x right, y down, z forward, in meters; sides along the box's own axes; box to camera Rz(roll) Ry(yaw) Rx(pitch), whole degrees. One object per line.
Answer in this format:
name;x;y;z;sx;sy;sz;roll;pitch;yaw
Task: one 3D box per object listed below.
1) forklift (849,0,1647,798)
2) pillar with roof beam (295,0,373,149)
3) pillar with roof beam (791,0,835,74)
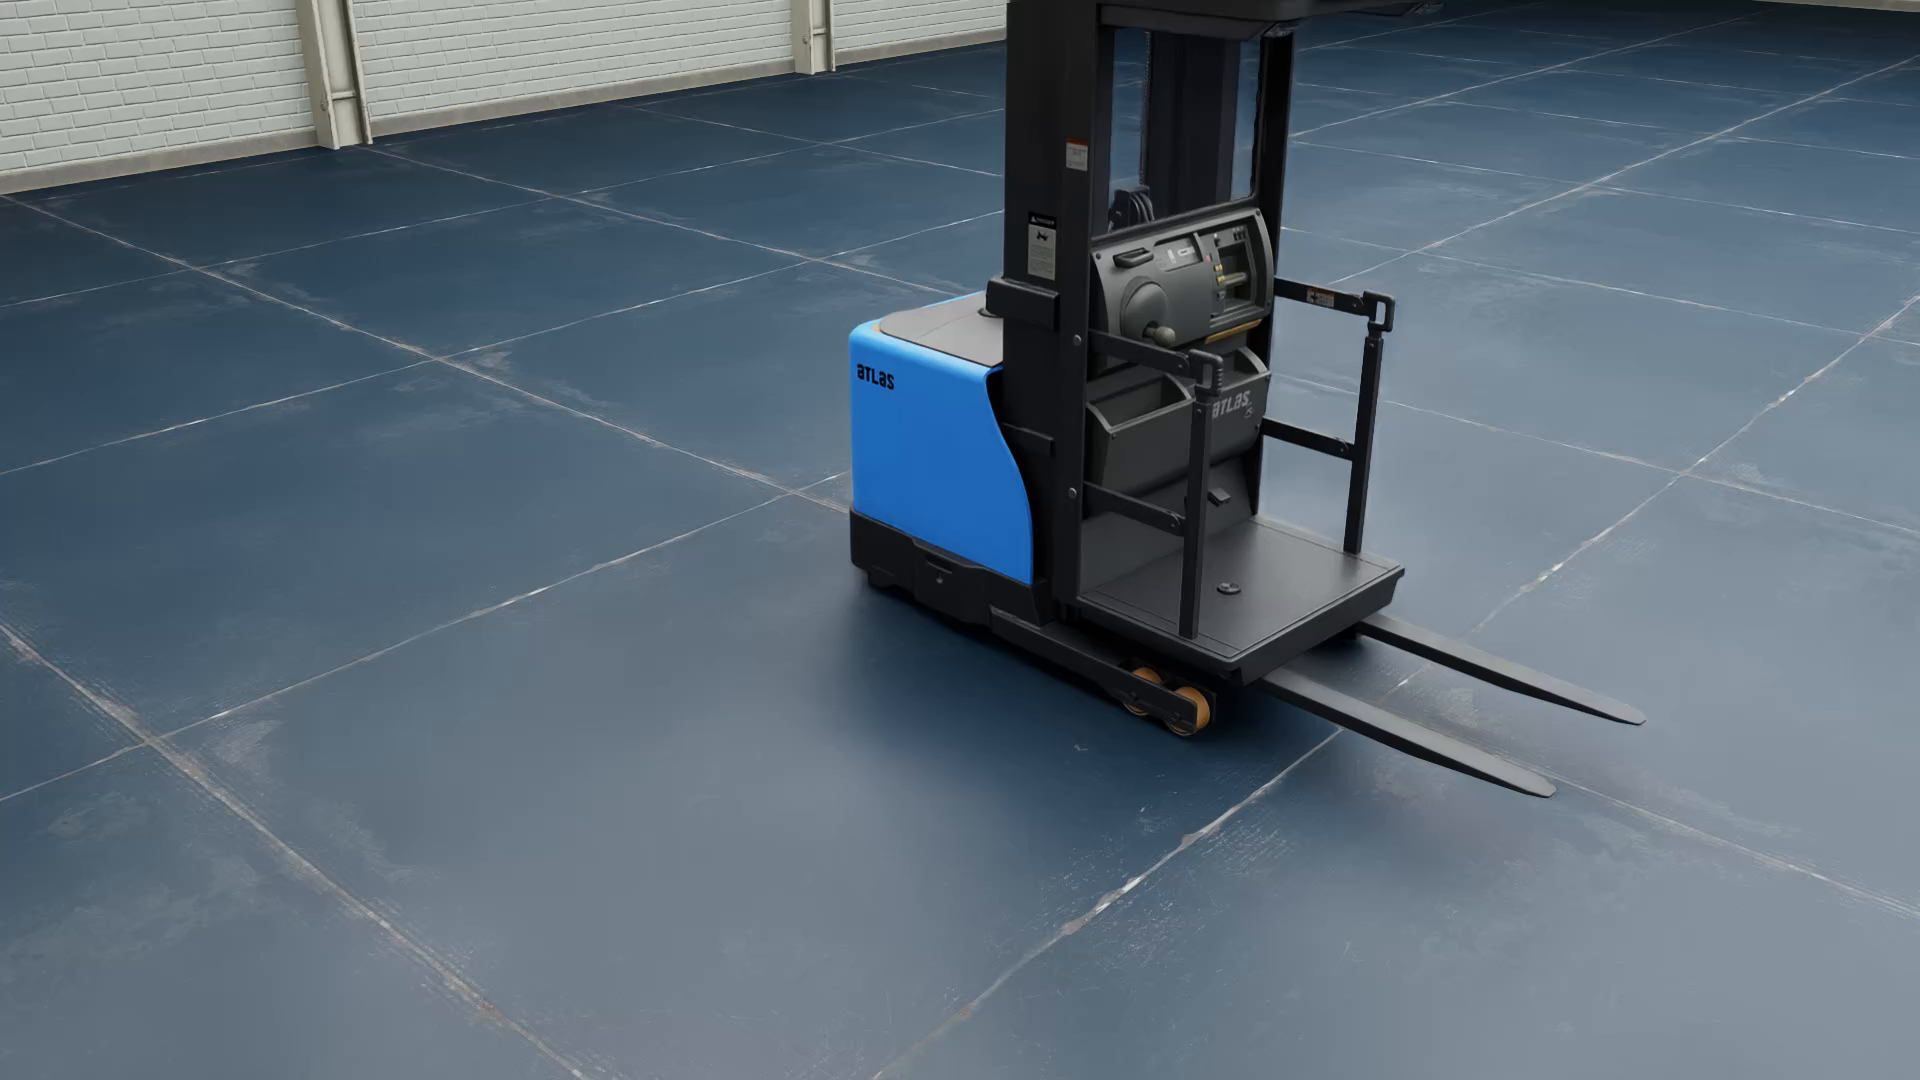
forklift;0.940;-0.900;5.675;1.130;2.935;3.031;-22;32;-40
pillar with roof beam;-2.507;-6.609;10.991;9.100;9.000;0.400;20;31;38
pillar with roof beam;1.497;-8.437;15.068;9.100;9.000;0.400;20;31;38
